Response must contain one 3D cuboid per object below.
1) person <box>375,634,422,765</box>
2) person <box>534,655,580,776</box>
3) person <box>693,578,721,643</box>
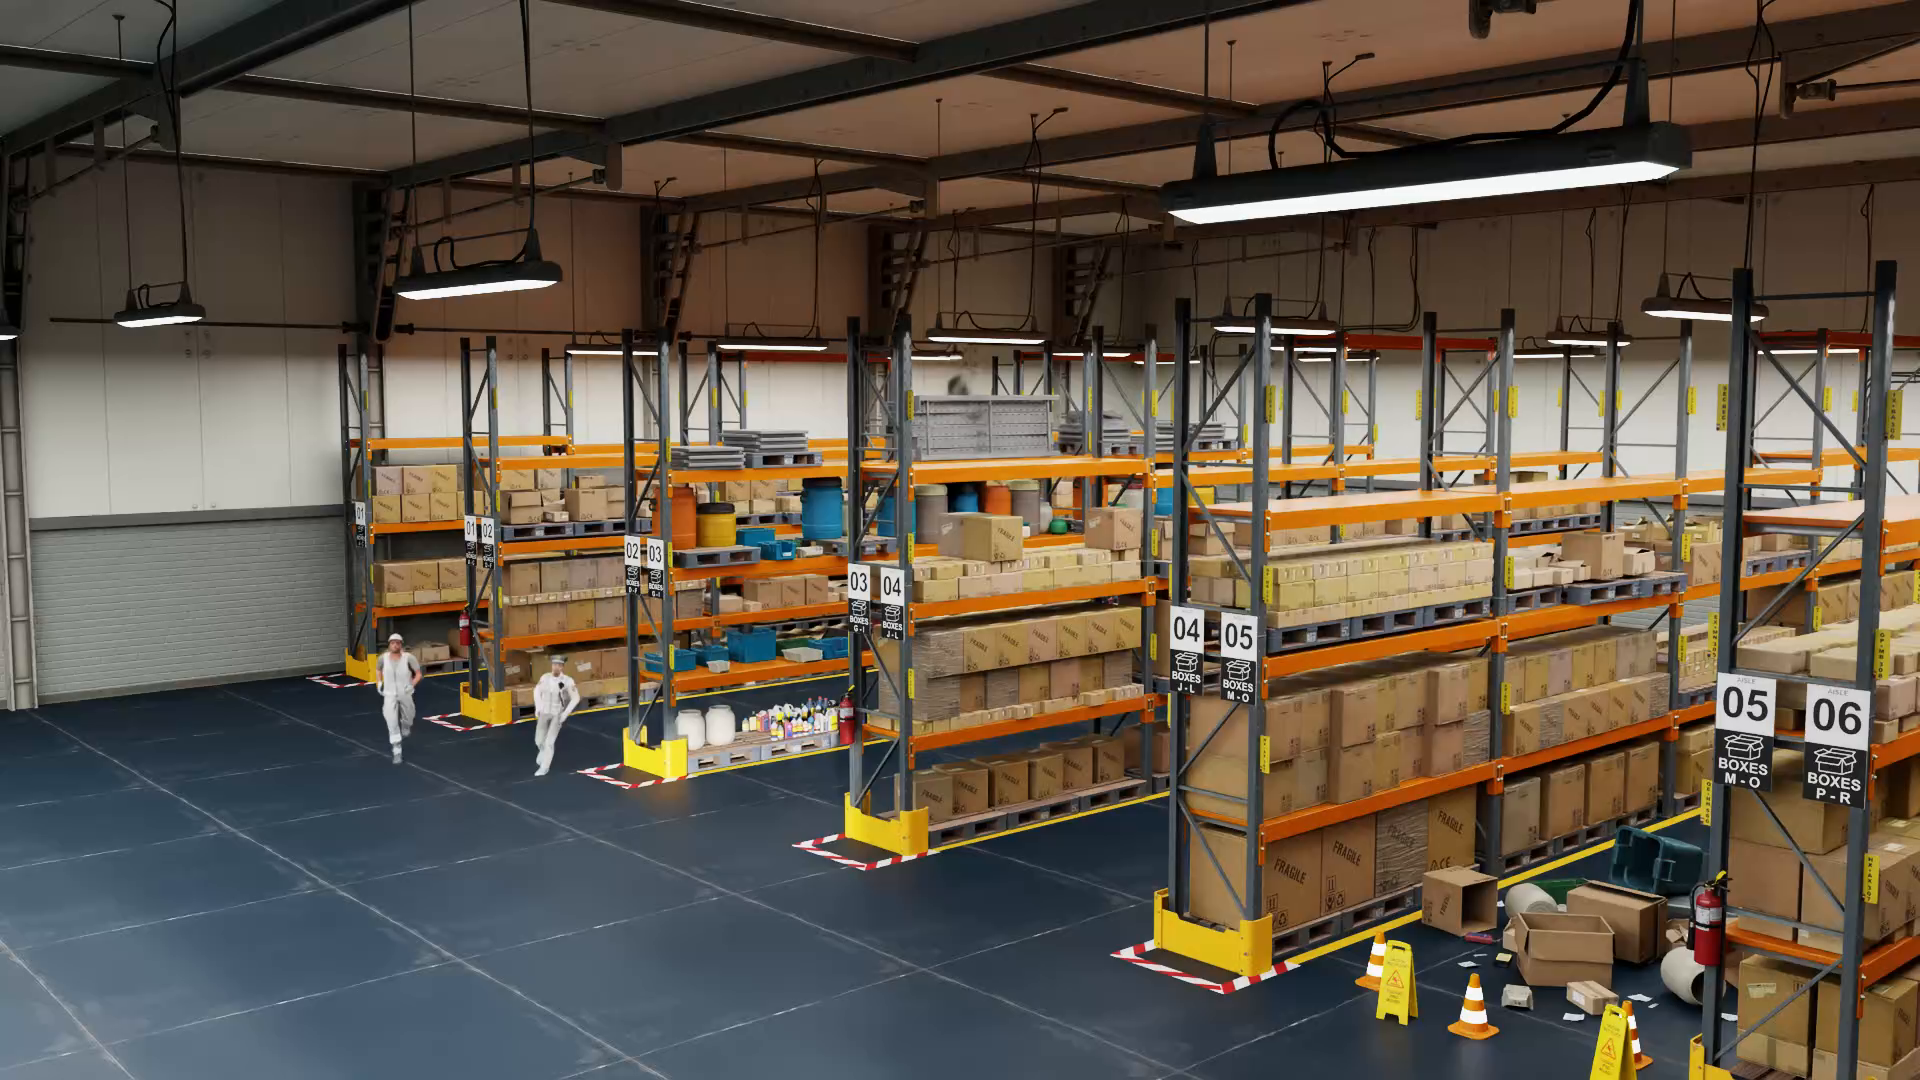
[{"bbox_3d":[-7.928,2.206,23.499,0.631,1.782,1.087,-2,5,-17],"label":"person"},{"bbox_3d":[-5.463,2.341,22.498,0.669,1.637,0.524,0,5,3],"label":"person"},{"bbox_3d":[-4.660,1.520,30.812,0.941,1.762,0.696,-5,7,-44],"label":"person"}]
